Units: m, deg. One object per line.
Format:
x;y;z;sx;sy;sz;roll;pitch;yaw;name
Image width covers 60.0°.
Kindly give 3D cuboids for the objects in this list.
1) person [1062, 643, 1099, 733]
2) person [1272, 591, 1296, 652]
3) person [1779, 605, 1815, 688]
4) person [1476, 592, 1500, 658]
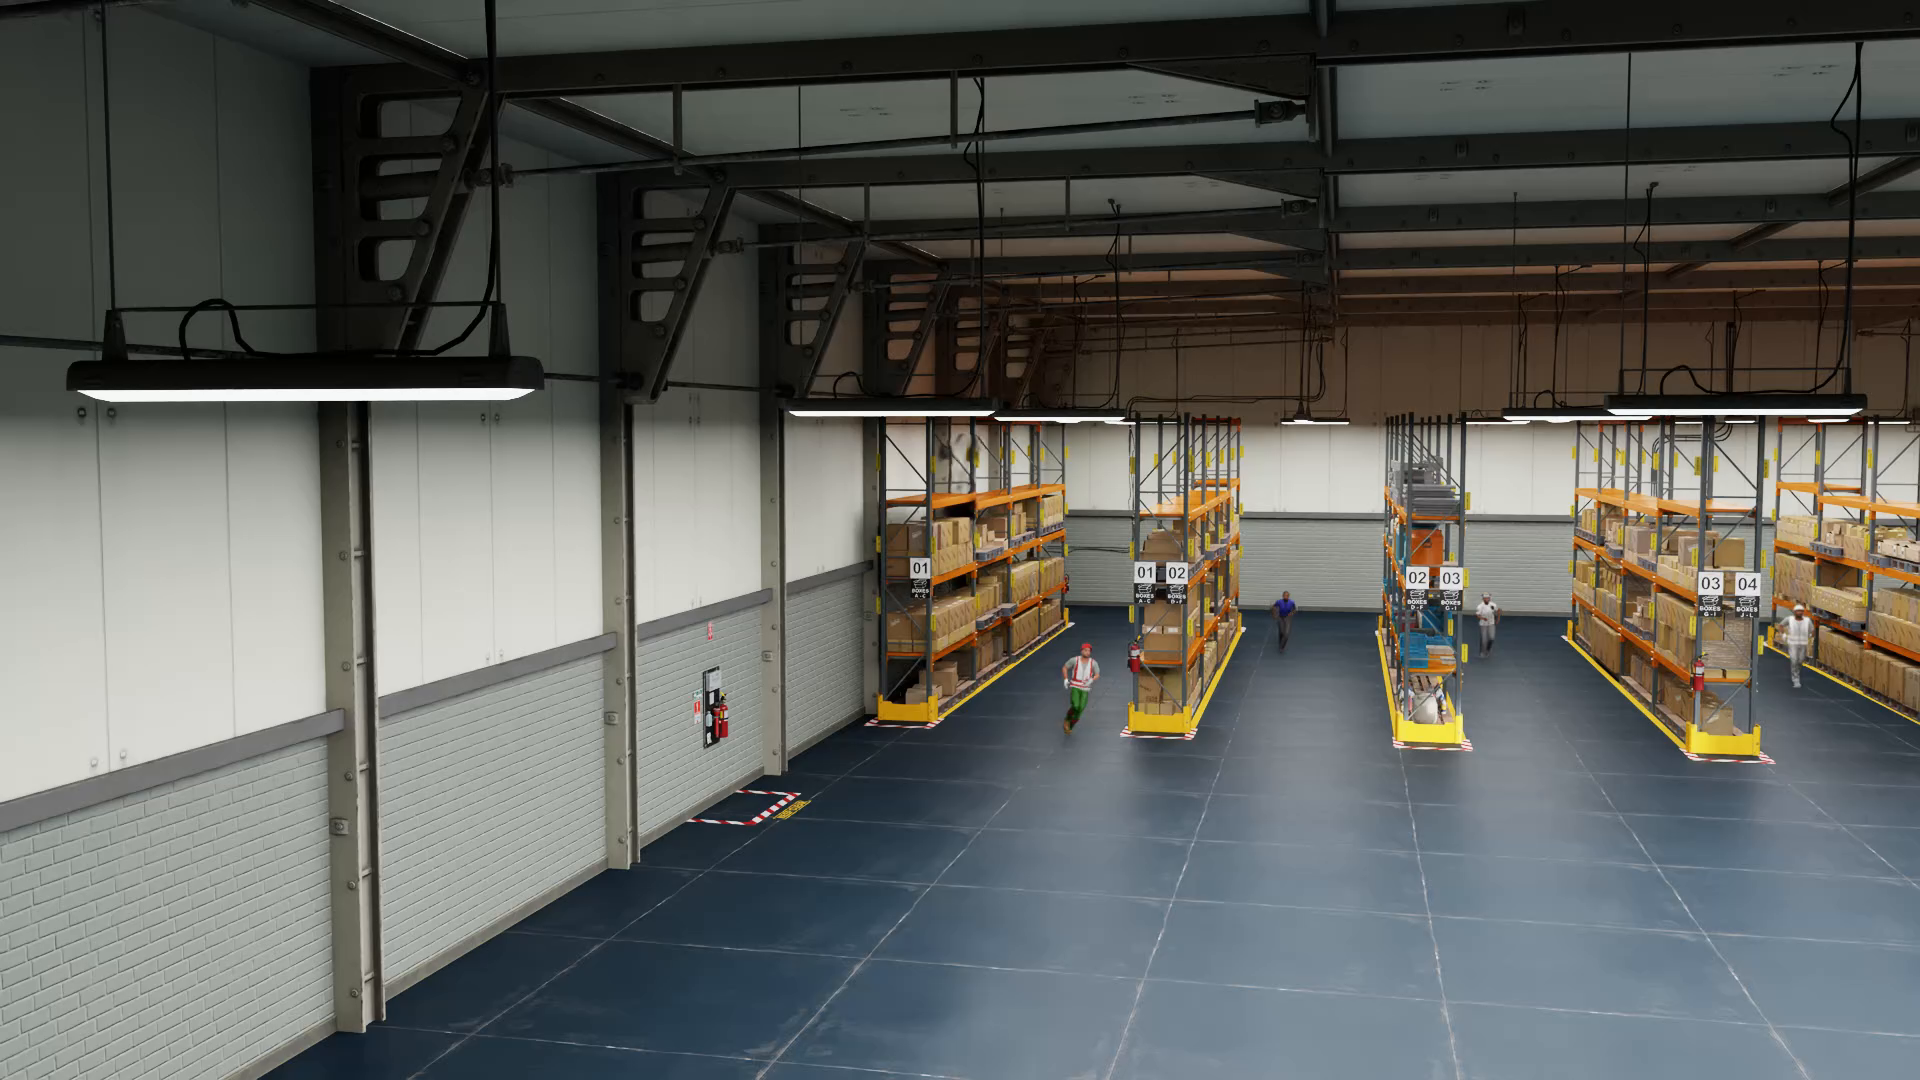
2.267;2.769;30.959;0.696;1.701;0.591;-1;4;-10;person
8.255;2.085;42.323;0.562;1.581;0.673;0;4;0;person
18.564;2.325;36.855;0.680;1.794;0.990;1;4;14;person
13.022;2.102;41.005;0.585;1.652;0.811;1;4;13;person
